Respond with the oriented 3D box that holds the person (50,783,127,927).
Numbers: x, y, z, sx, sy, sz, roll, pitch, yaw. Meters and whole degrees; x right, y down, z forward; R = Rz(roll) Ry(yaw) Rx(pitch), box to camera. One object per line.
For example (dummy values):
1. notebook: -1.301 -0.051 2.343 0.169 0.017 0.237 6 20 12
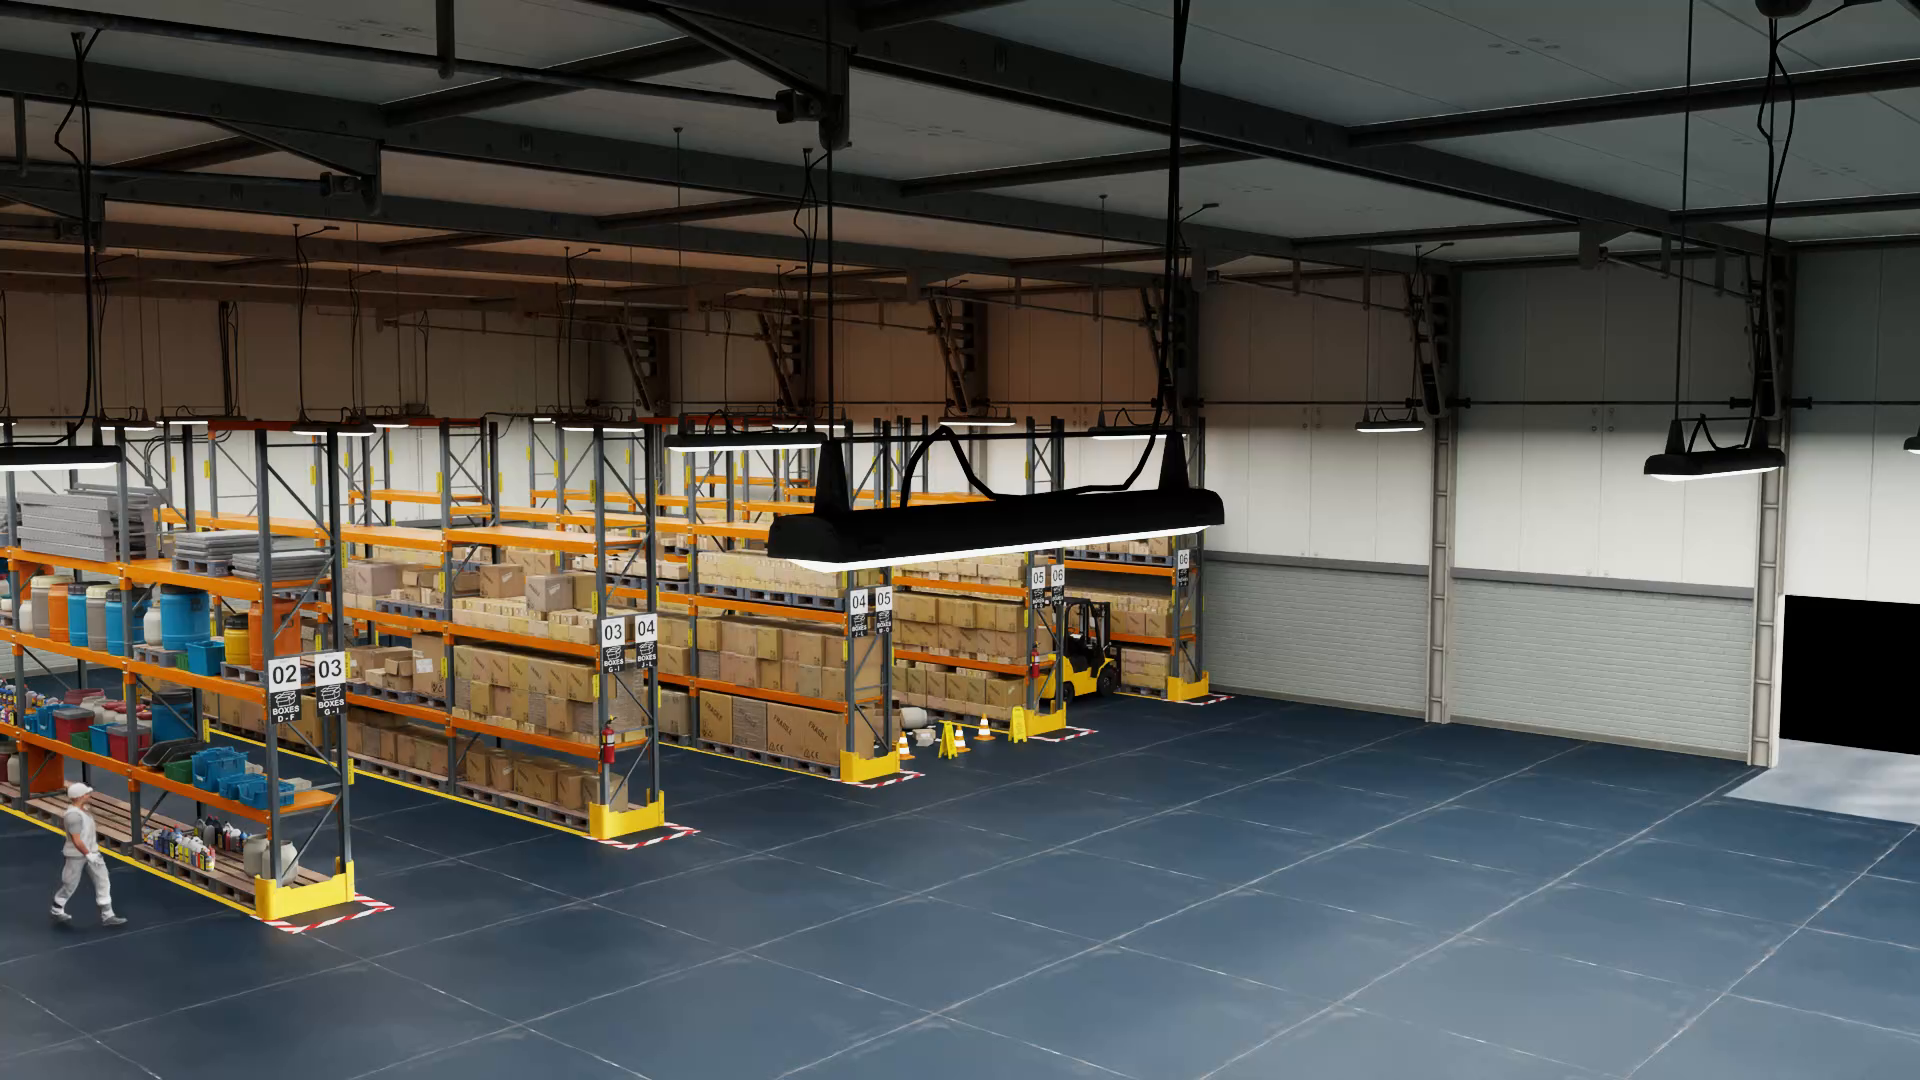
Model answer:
1. person: -10.566 3.792 20.012 1.002 1.752 0.476 2 5 19
